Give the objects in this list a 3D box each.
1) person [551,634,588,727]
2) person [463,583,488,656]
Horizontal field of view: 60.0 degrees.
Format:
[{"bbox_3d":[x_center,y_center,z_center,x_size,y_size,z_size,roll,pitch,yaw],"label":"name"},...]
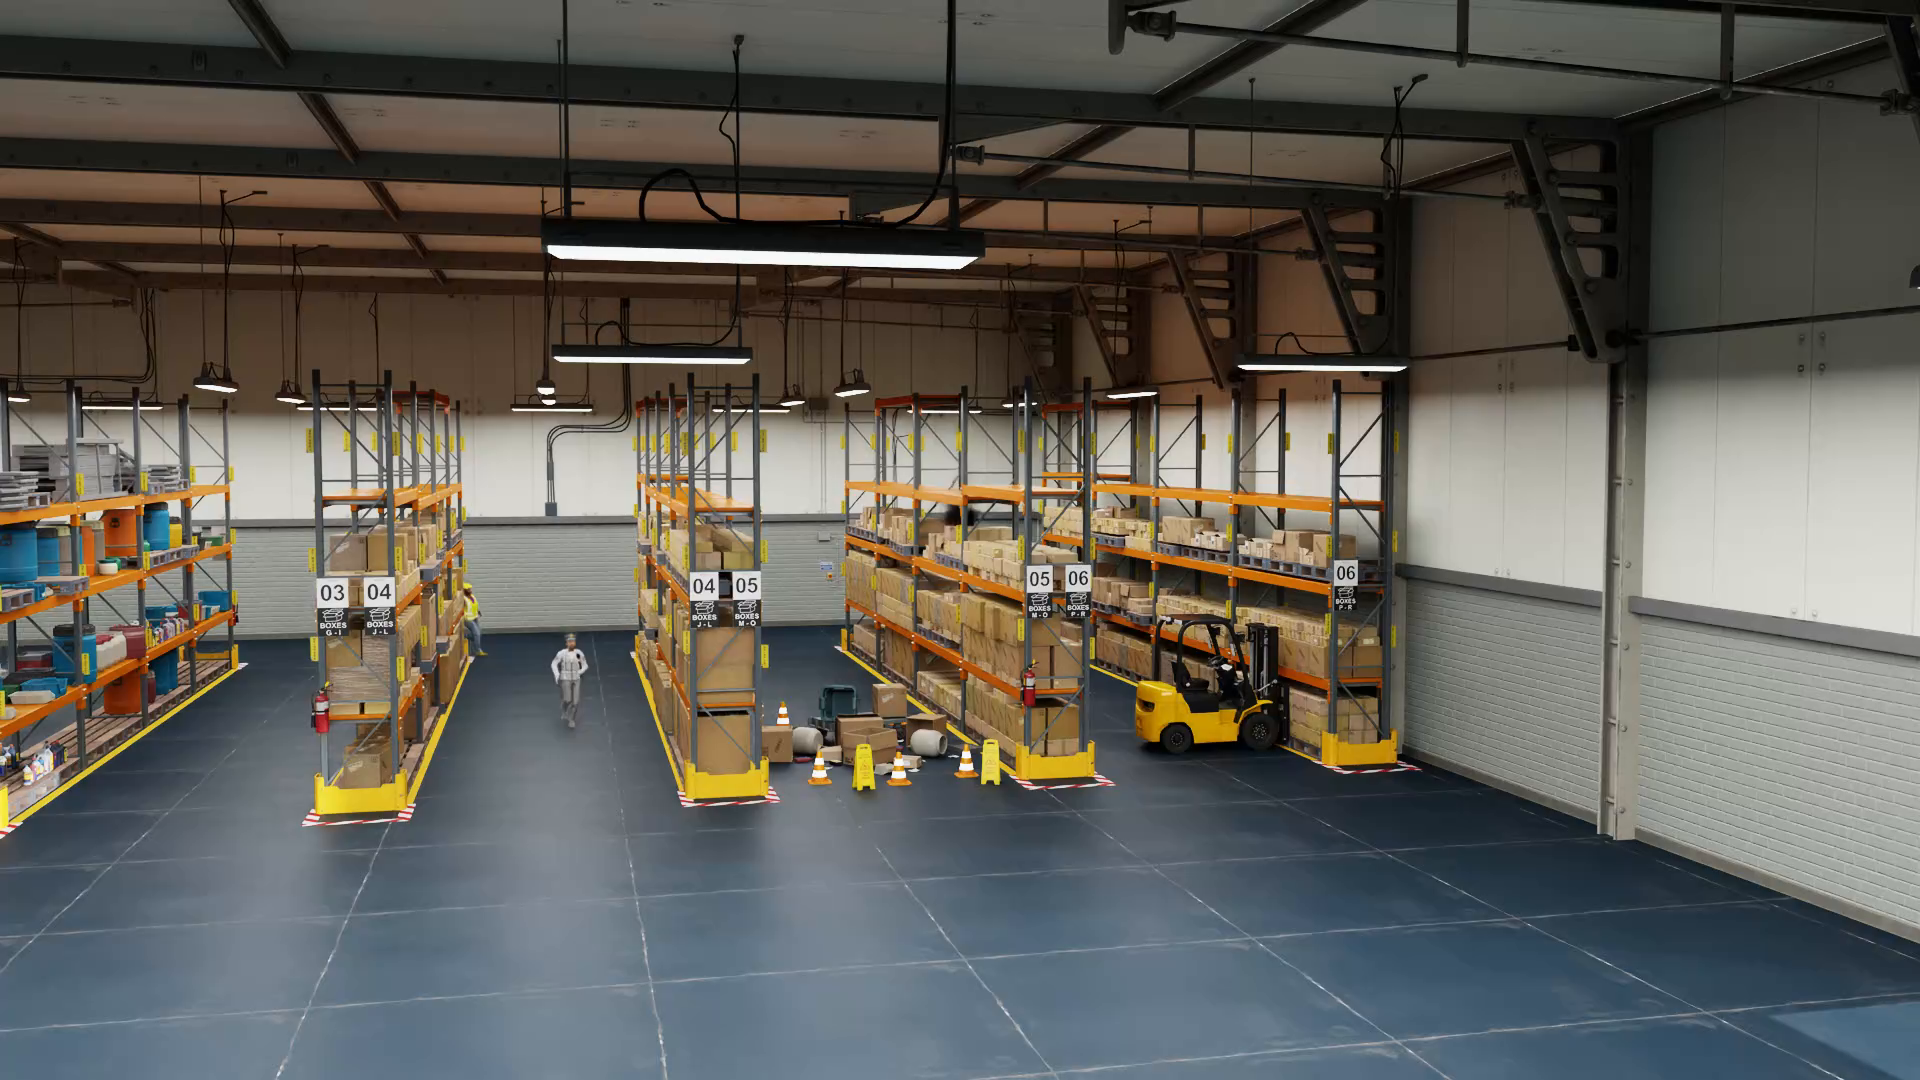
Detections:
[{"bbox_3d":[-6.863,2.482,29.345,0.615,1.658,0.541,-1,4,-23],"label":"person"},{"bbox_3d":[-11.583,1.874,39.166,0.810,1.730,0.755,1,4,21],"label":"person"}]
